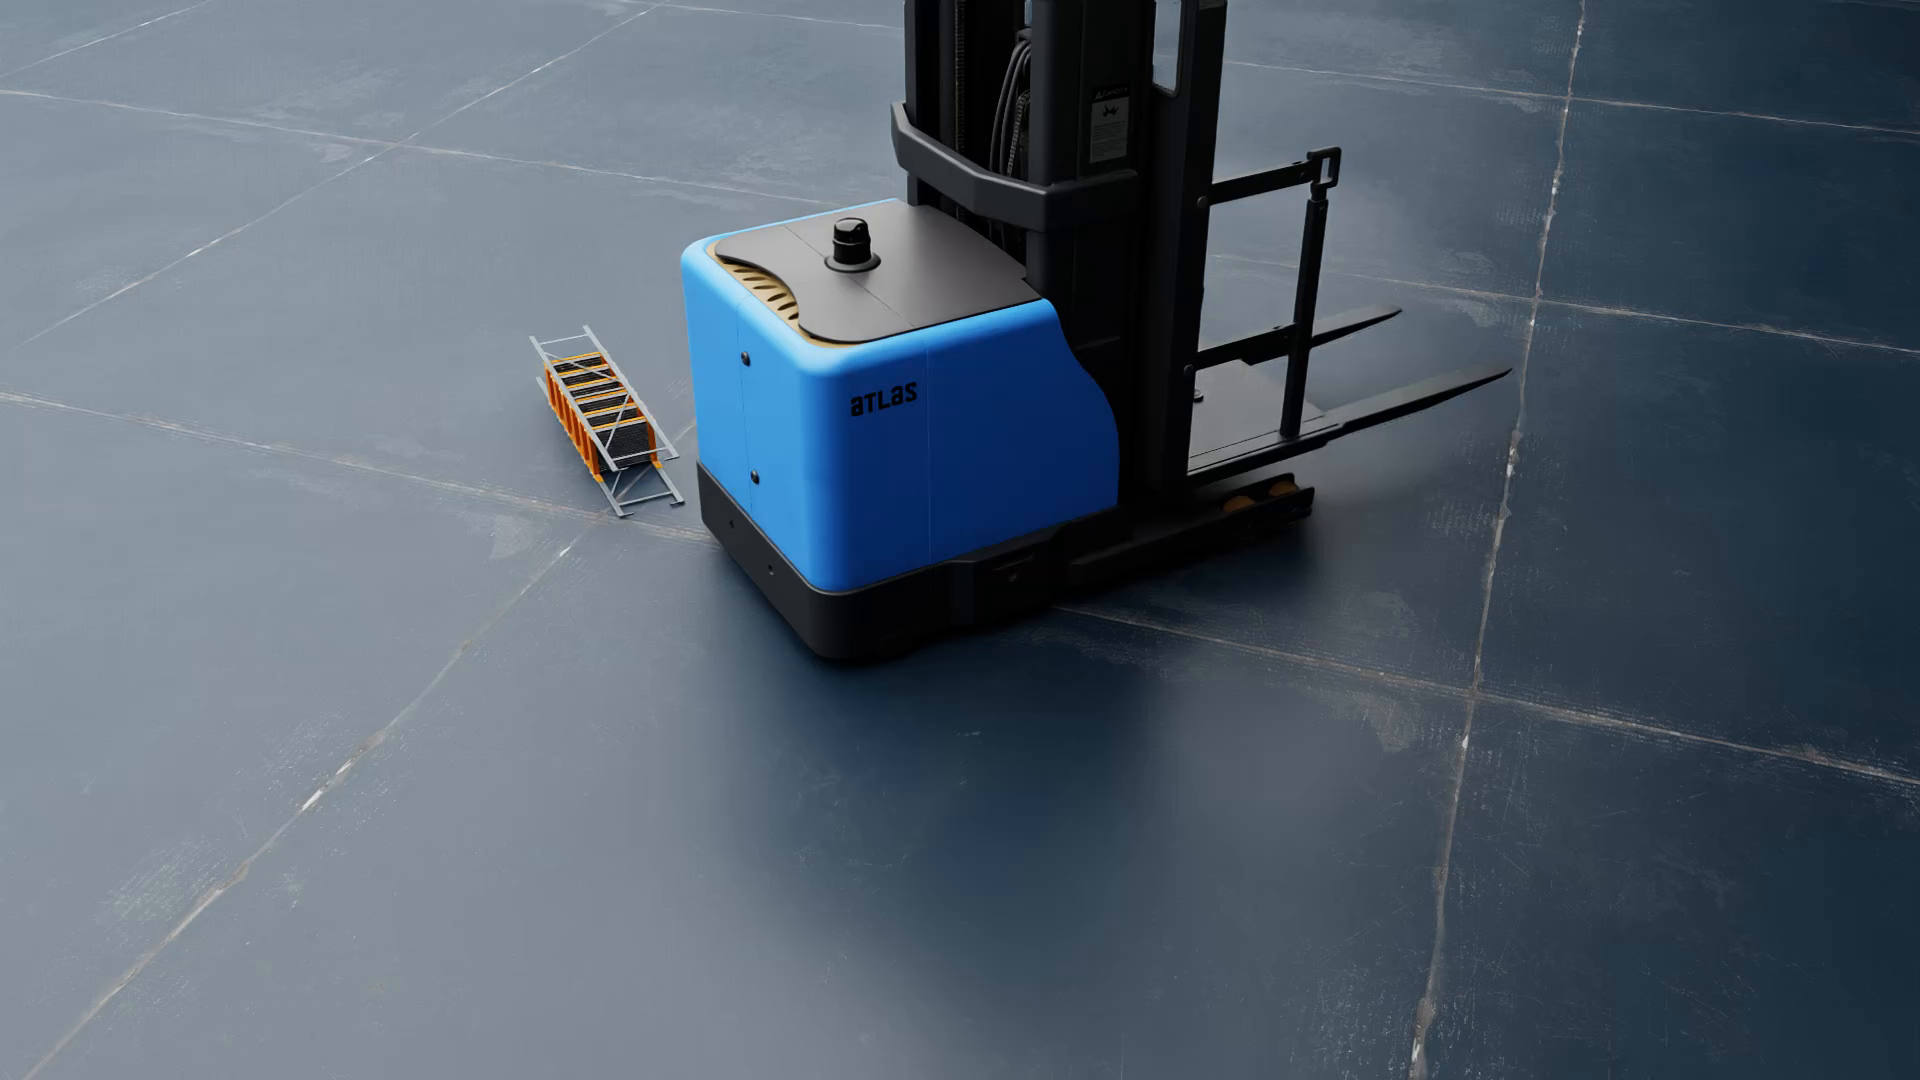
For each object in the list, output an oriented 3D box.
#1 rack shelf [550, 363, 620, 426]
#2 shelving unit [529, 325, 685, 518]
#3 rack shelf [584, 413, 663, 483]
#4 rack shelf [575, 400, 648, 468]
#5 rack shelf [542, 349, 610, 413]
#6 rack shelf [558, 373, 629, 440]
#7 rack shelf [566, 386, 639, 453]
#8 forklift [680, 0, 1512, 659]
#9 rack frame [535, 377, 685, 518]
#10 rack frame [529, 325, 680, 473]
[{"bbox_3d":[-1.443,-0.569,6.453,0.258,0.180,0.103,-15,35,-22],"label":"rack shelf"},{"bbox_3d":[-1.357,-0.475,6.305,0.258,0.189,1.200,-15,35,-22],"label":"shelving unit"},{"bbox_3d":[-1.232,-0.338,6.090,0.258,0.180,0.103,-15,35,-22],"label":"rack shelf"},{"bbox_3d":[-1.285,-0.396,6.181,0.258,0.180,0.103,-15,35,-22],"label":"rack shelf"},{"bbox_3d":[-1.496,-0.627,6.544,0.258,0.180,0.103,-15,35,-22],"label":"rack shelf"},{"bbox_3d":[-1.390,-0.512,6.362,0.258,0.180,0.103,-15,35,-22],"label":"rack shelf"},{"bbox_3d":[-1.337,-0.454,6.272,0.258,0.180,0.103,-15,35,-22],"label":"rack shelf"},{"bbox_3d":[0.640,-1.445,5.286,3.031,2.935,1.130,-18,37,-25],"label":"forklift"},{"bbox_3d":[-1.357,-0.398,6.354,0.240,0.006,1.200,-15,35,-22],"label":"rack frame"},{"bbox_3d":[-1.357,-0.552,6.256,0.240,0.006,1.200,-15,35,-22],"label":"rack frame"}]
